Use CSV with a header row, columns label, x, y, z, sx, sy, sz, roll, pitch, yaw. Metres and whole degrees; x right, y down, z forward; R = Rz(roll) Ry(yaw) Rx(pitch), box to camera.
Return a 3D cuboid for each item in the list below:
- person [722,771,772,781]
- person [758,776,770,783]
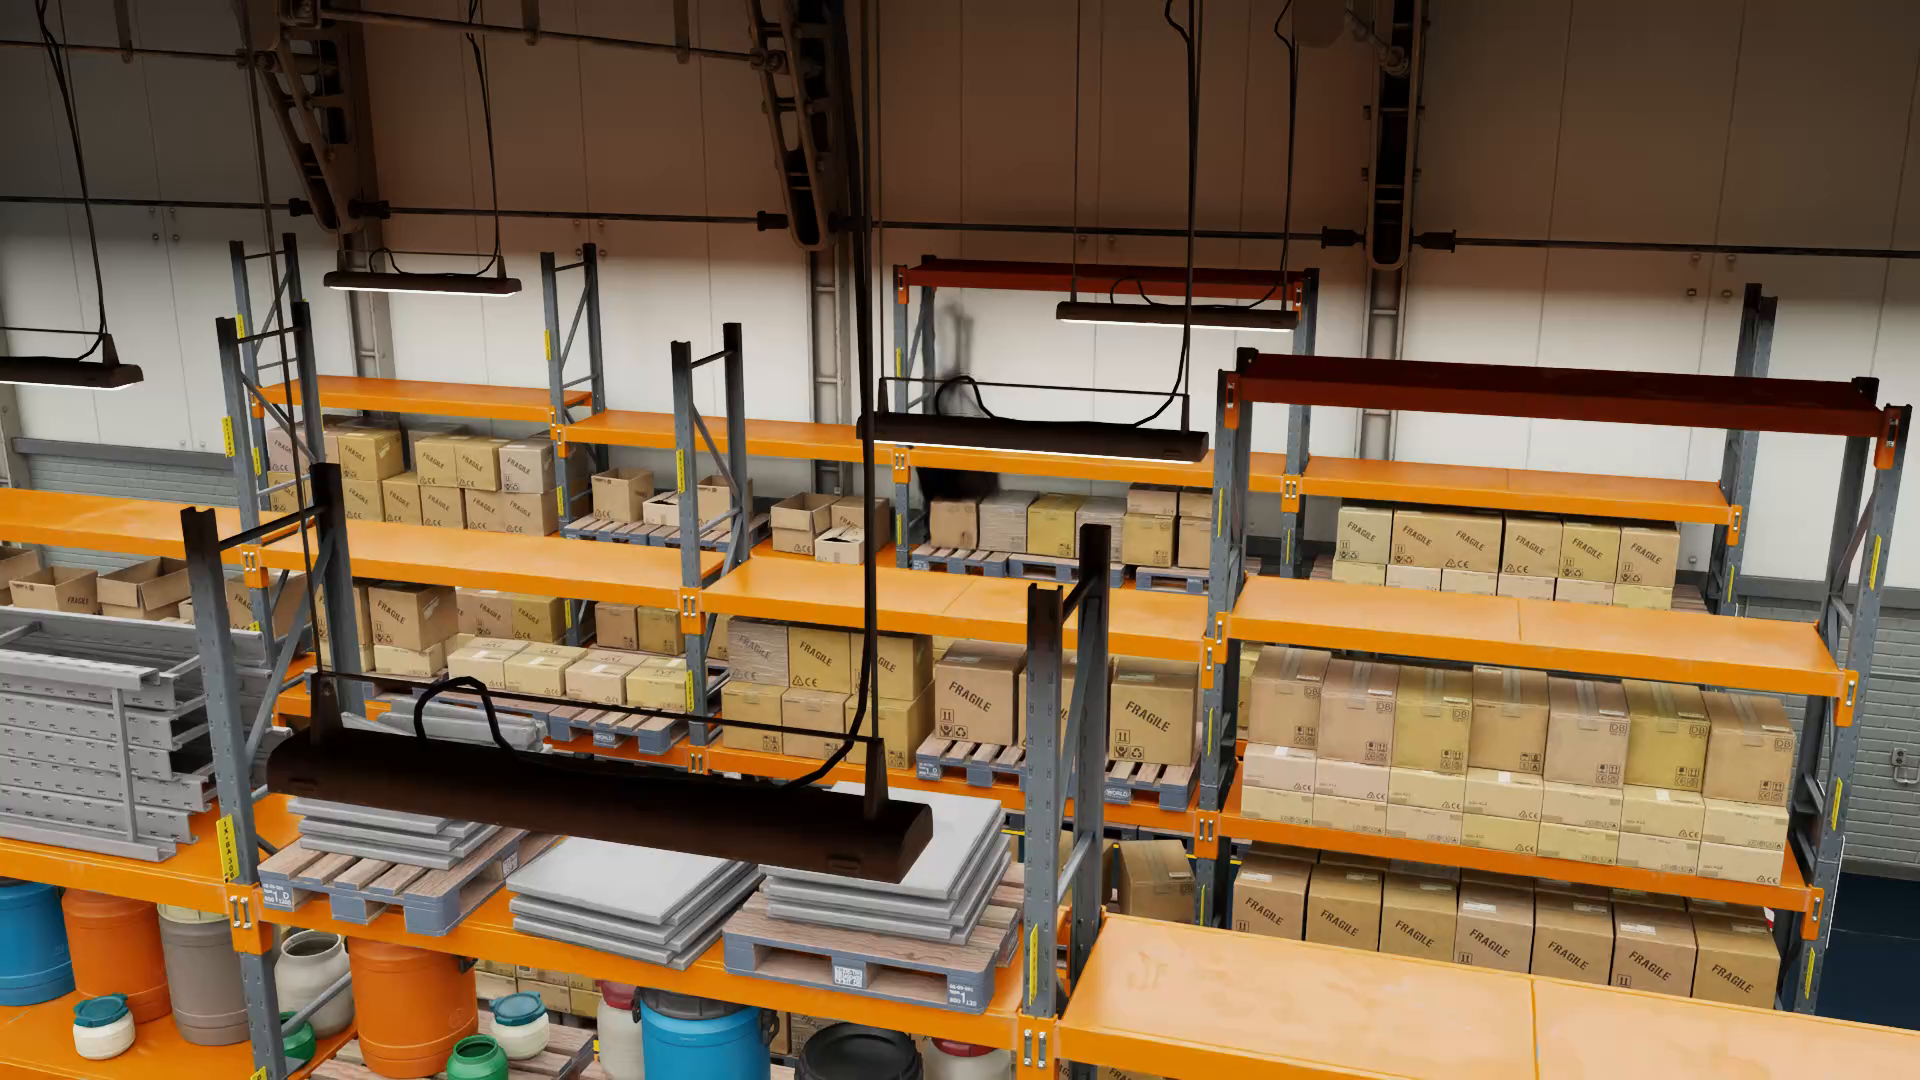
label,x,y,z,sx,sy,sz,roll,pitch,yaw
person,-2.078,2.695,16.368,0.674,1.773,0.864,7,18,24
person,-1.855,2.881,15.829,0.762,1.695,0.627,3,16,11
